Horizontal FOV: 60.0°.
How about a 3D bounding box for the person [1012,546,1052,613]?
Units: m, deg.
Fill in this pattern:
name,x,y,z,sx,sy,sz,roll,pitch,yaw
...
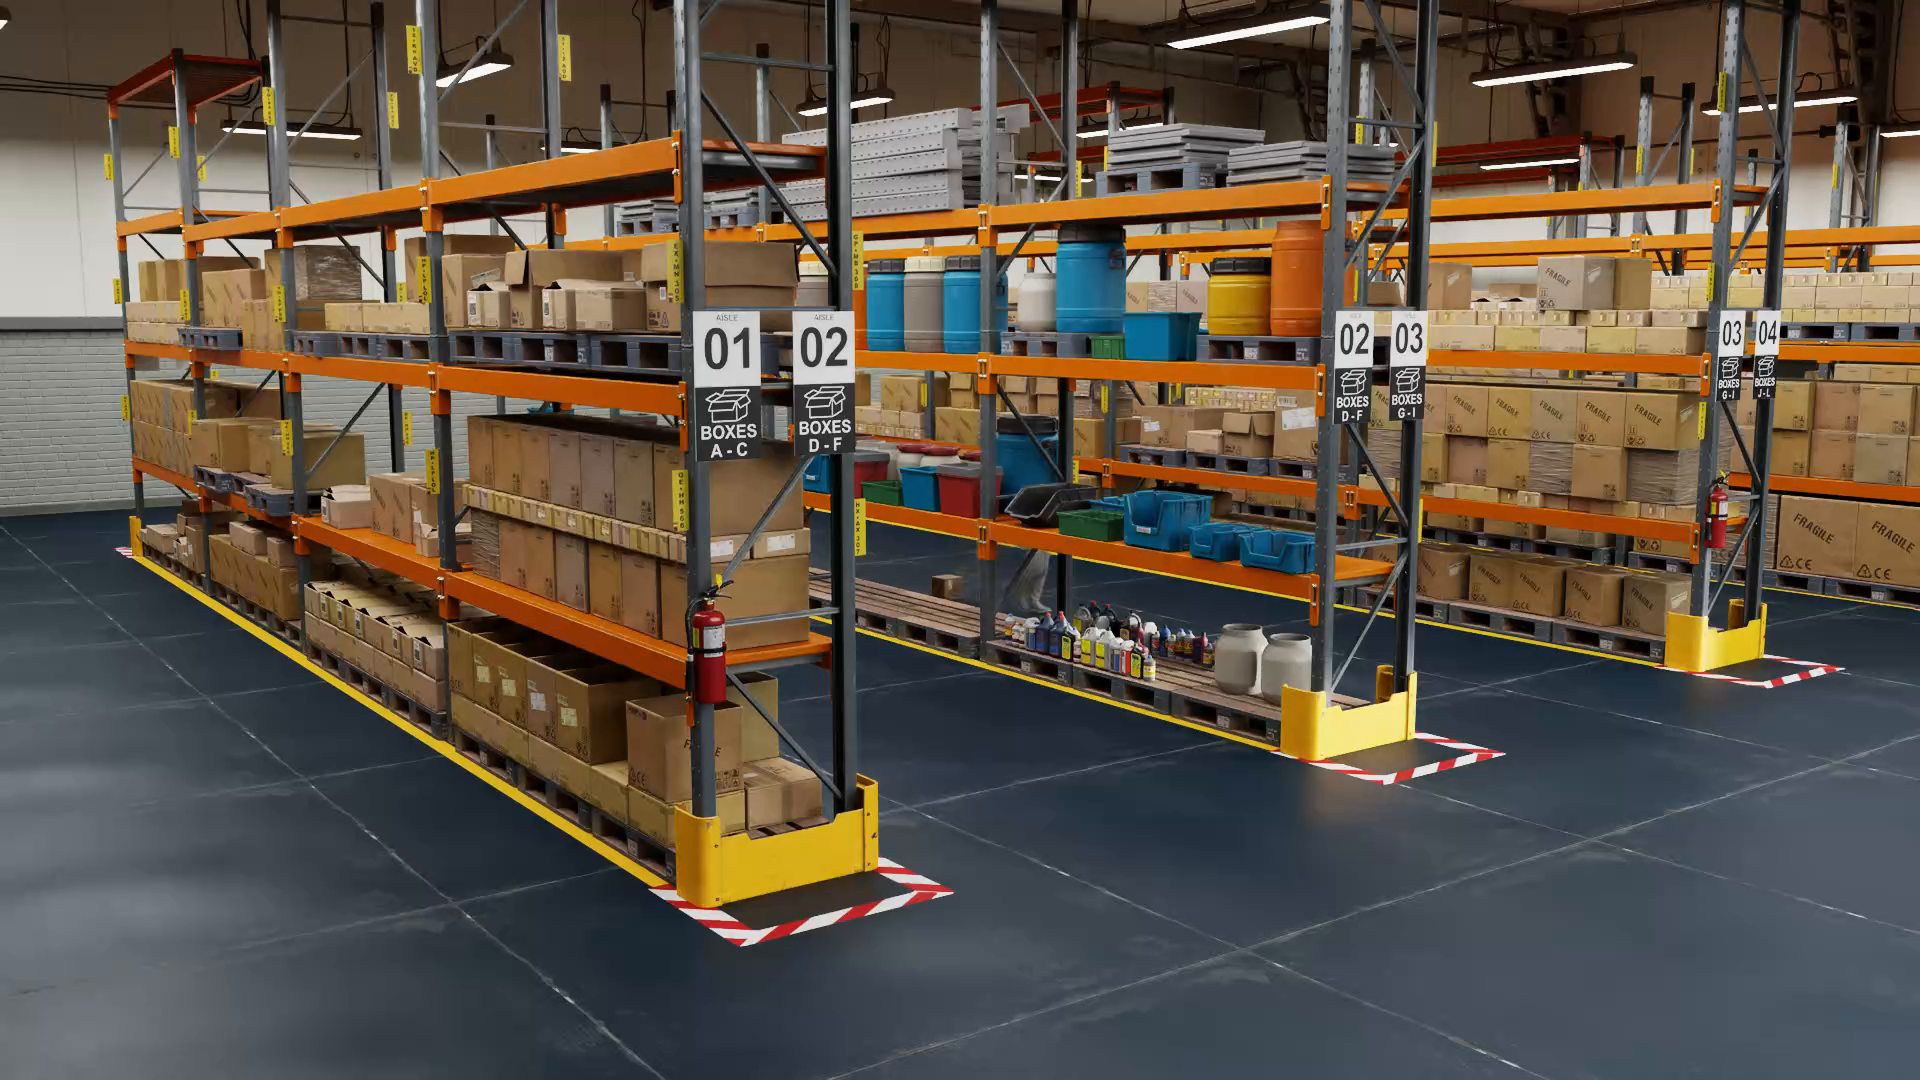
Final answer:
name,x,y,z,sx,sy,sz,roll,pitch,yaw
person,0.802,-0.069,17.529,0.445,1.679,0.492,7,11,43
